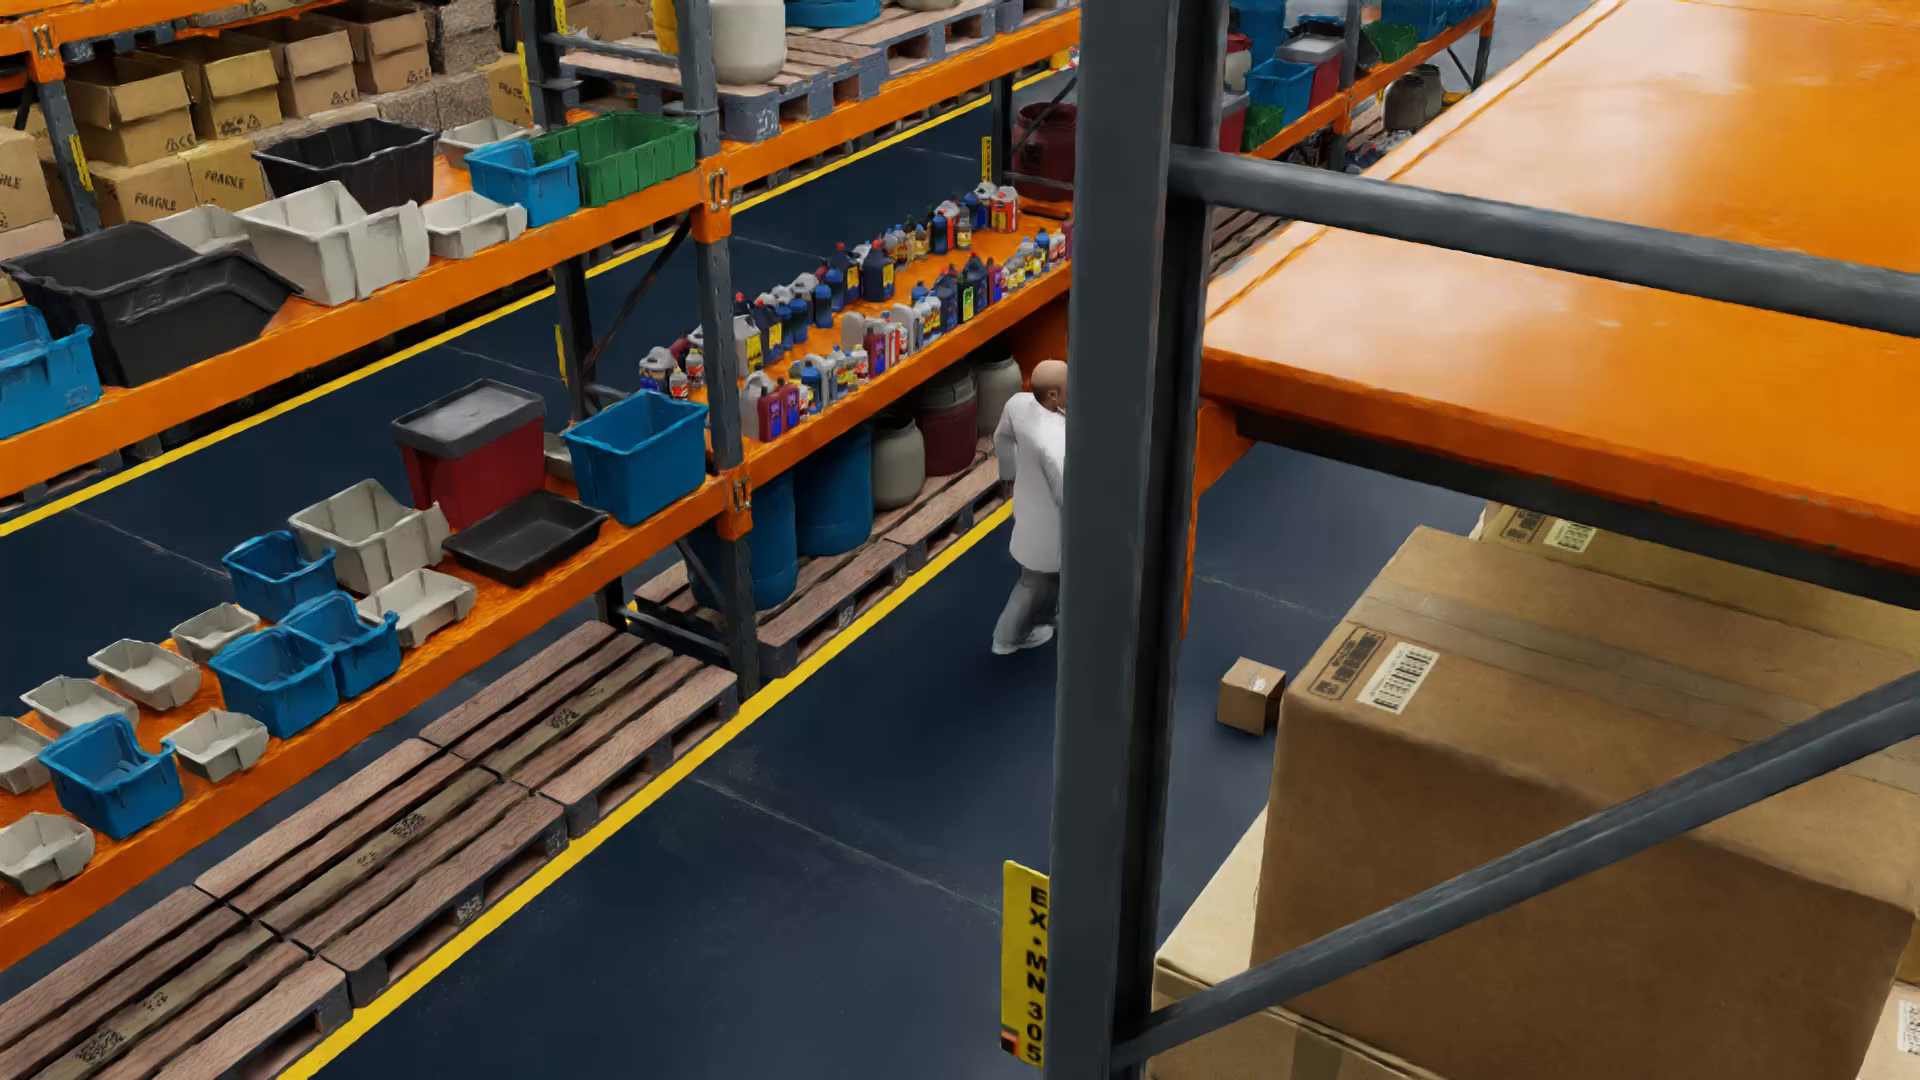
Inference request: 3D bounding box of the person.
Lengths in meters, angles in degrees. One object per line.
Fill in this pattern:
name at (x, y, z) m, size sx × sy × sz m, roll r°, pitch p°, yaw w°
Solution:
person at (0.454, -0.155, 8.422) m, size 0.549 × 1.749 × 0.729 m, roll -9°, pitch 31°, yaw -15°
